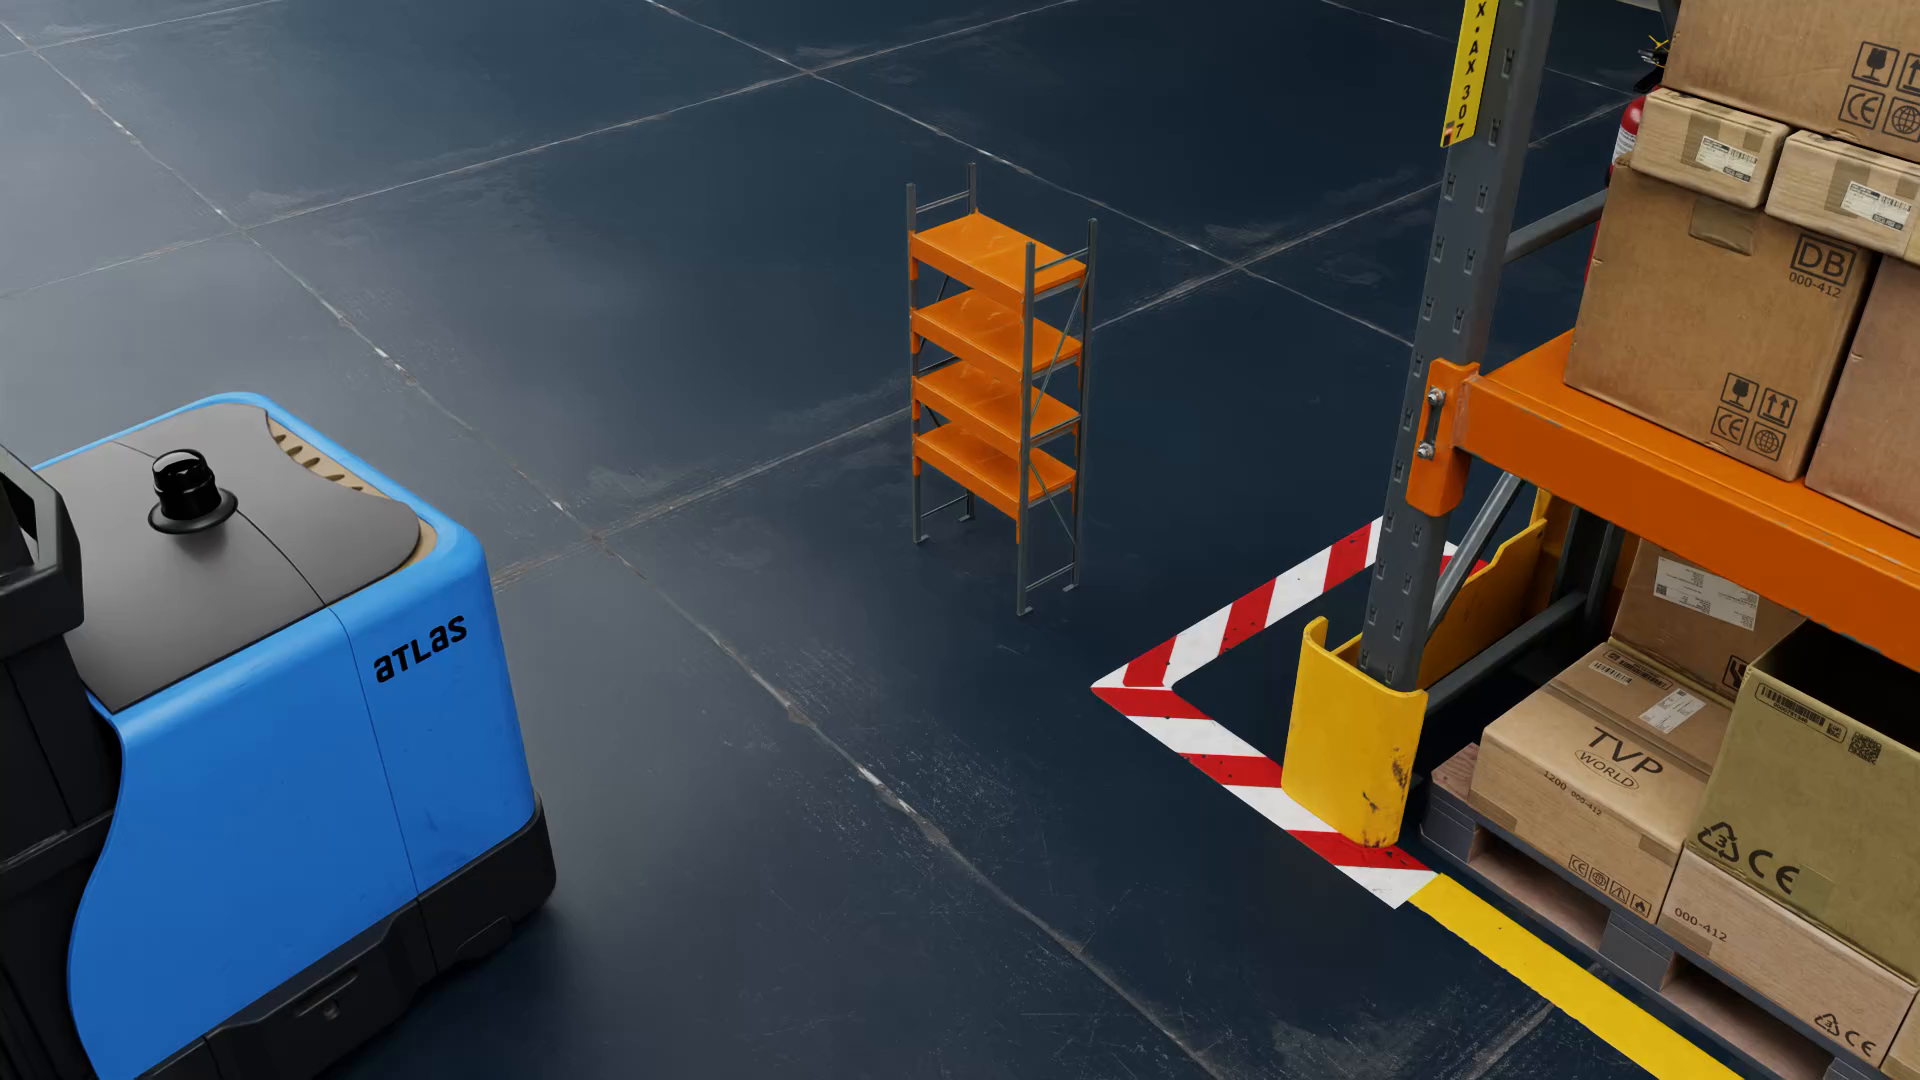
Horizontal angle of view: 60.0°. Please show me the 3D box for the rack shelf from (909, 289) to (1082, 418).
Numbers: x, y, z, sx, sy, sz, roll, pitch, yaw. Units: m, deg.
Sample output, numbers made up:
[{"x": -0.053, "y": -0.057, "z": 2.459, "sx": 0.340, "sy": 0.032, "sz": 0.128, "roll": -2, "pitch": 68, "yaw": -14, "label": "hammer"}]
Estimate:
[{"x": 0.107, "y": -0.544, "z": 4.710, "sx": 0.258, "sy": 0.148, "sz": 0.480, "roll": -26, "pitch": 43, "yaw": -32, "label": "rack shelf"}]

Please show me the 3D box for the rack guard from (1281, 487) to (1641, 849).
[{"x": 1.369, "y": 0.291, "z": 4.407, "sx": 1.175, "sy": 0.500, "sz": 0.348, "roll": -26, "pitch": 43, "yaw": -32, "label": "rack guard"}]

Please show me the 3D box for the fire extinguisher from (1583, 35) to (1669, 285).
[{"x": 1.663, "y": -0.913, "z": 4.010, "sx": 0.296, "sy": 0.674, "sz": 0.183, "roll": -26, "pitch": 43, "yaw": -32, "label": "fire extinguisher"}]

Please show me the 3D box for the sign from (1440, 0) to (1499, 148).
[{"x": 0.957, "y": -0.900, "z": 3.108, "sx": 0.100, "sy": 0.325, "sz": 0.005, "roll": -26, "pitch": 43, "yaw": -32, "label": "sign"}]

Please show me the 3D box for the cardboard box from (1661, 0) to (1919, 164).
[{"x": 1.710, "y": -1.055, "z": 2.935, "sx": 0.700, "sy": 0.500, "sz": 0.500, "roll": -26, "pitch": 43, "yaw": -32, "label": "cardboard box"}]

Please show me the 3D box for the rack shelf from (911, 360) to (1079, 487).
[{"x": 0.107, "y": -0.362, "z": 4.839, "sx": 0.258, "sy": 0.148, "sz": 0.480, "roll": -26, "pitch": 43, "yaw": -32, "label": "rack shelf"}]

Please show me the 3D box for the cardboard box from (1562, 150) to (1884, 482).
[{"x": 1.676, "y": -0.549, "z": 3.343, "sx": 0.700, "sy": 0.500, "sz": 0.500, "roll": -26, "pitch": 43, "yaw": -32, "label": "cardboard box"}]

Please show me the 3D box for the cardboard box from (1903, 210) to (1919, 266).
[{"x": 1.806, "y": -0.545, "z": 2.776, "sx": 0.380, "sy": 0.149, "sz": 0.250, "roll": -26, "pitch": 43, "yaw": -32, "label": "cardboard box"}]

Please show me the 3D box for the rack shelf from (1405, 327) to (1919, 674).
[{"x": 2.675, "y": 0.458, "z": 2.631, "sx": 1.077, "sy": 0.370, "sz": 4.000, "roll": -26, "pitch": 43, "yaw": -32, "label": "rack shelf"}]

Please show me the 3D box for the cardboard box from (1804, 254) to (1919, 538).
[{"x": 2.019, "y": -0.319, "z": 3.018, "sx": 0.700, "sy": 0.500, "sz": 0.500, "roll": -25, "pitch": 42, "yaw": -31, "label": "cardboard box"}]

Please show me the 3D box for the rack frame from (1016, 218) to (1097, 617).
[{"x": 0.264, "y": -0.309, "z": 4.648, "sx": 0.240, "sy": 1.200, "sz": 0.015, "roll": -26, "pitch": 43, "yaw": -32, "label": "rack frame"}]

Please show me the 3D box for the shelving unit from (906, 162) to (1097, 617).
[{"x": 0.107, "y": -0.417, "z": 4.800, "sx": 0.258, "sy": 1.200, "sz": 0.503, "roll": -26, "pitch": 43, "yaw": -32, "label": "shelving unit"}]

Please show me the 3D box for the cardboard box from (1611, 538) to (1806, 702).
[{"x": 1.958, "y": 0.052, "z": 3.949, "sx": 0.500, "sy": 0.500, "sz": 0.500, "roll": -26, "pitch": 43, "yaw": -32, "label": "cardboard box"}]

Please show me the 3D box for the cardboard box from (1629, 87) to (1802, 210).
[{"x": 1.474, "y": -0.771, "z": 3.095, "sx": 0.380, "sy": 0.149, "sz": 0.250, "roll": -26, "pitch": 43, "yaw": -32, "label": "cardboard box"}]

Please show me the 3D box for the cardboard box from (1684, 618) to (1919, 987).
[{"x": 1.885, "y": 0.466, "z": 3.364, "sx": 0.500, "sy": 0.500, "sz": 0.500, "roll": -26, "pitch": 43, "yaw": -32, "label": "cardboard box"}]

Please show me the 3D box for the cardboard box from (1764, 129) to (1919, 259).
[{"x": 1.646, "y": -0.655, "z": 2.932, "sx": 0.380, "sy": 0.149, "sz": 0.250, "roll": -27, "pitch": 43, "yaw": -33, "label": "cardboard box"}]

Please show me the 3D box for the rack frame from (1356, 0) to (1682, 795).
[{"x": 1.385, "y": -0.719, "z": 3.670, "sx": 1.000, "sy": 3.000, "sz": 0.127, "roll": -26, "pitch": 43, "yaw": -32, "label": "rack frame"}]

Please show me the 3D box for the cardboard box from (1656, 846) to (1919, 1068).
[{"x": 1.886, "y": 0.771, "z": 3.582, "sx": 0.500, "sy": 0.250, "sz": 0.500, "roll": -26, "pitch": 43, "yaw": -32, "label": "cardboard box"}]

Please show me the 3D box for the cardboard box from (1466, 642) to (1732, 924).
[{"x": 1.561, "y": 0.552, "z": 3.892, "sx": 0.500, "sy": 0.250, "sz": 0.500, "roll": -26, "pitch": 43, "yaw": -32, "label": "cardboard box"}]

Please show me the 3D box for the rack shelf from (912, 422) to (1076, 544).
[{"x": 0.107, "y": -0.200, "z": 4.954, "sx": 0.258, "sy": 0.148, "sz": 0.480, "roll": -26, "pitch": 43, "yaw": -32, "label": "rack shelf"}]

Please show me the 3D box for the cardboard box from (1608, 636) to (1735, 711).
[{"x": 1.957, "y": 0.358, "z": 4.164, "sx": 0.500, "sy": 0.250, "sz": 0.500, "roll": -26, "pitch": 43, "yaw": -32, "label": "cardboard box"}]

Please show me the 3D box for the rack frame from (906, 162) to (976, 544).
[{"x": -0.051, "y": -0.524, "z": 4.952, "sx": 0.240, "sy": 1.200, "sz": 0.015, "roll": -26, "pitch": 43, "yaw": -32, "label": "rack frame"}]

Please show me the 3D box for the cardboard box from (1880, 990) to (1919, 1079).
[{"x": 2.209, "y": 0.992, "z": 3.270, "sx": 0.500, "sy": 0.250, "sz": 0.500, "roll": -26, "pitch": 43, "yaw": -32, "label": "cardboard box"}]

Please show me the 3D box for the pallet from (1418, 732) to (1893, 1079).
[{"x": 1.910, "y": 0.741, "z": 4.021, "sx": 1.003, "sy": 0.211, "sz": 1.213, "roll": -26, "pitch": 43, "yaw": -32, "label": "pallet"}]

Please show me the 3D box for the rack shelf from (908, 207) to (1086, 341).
[{"x": 0.107, "y": -0.737, "z": 4.573, "sx": 0.258, "sy": 0.148, "sz": 0.480, "roll": -26, "pitch": 43, "yaw": -32, "label": "rack shelf"}]

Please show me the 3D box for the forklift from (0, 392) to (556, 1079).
[{"x": -2.324, "y": 0.126, "z": 2.537, "sx": 1.130, "sy": 2.935, "sz": 3.031, "roll": 27, "pitch": 44, "yaw": 33, "label": "forklift"}]
